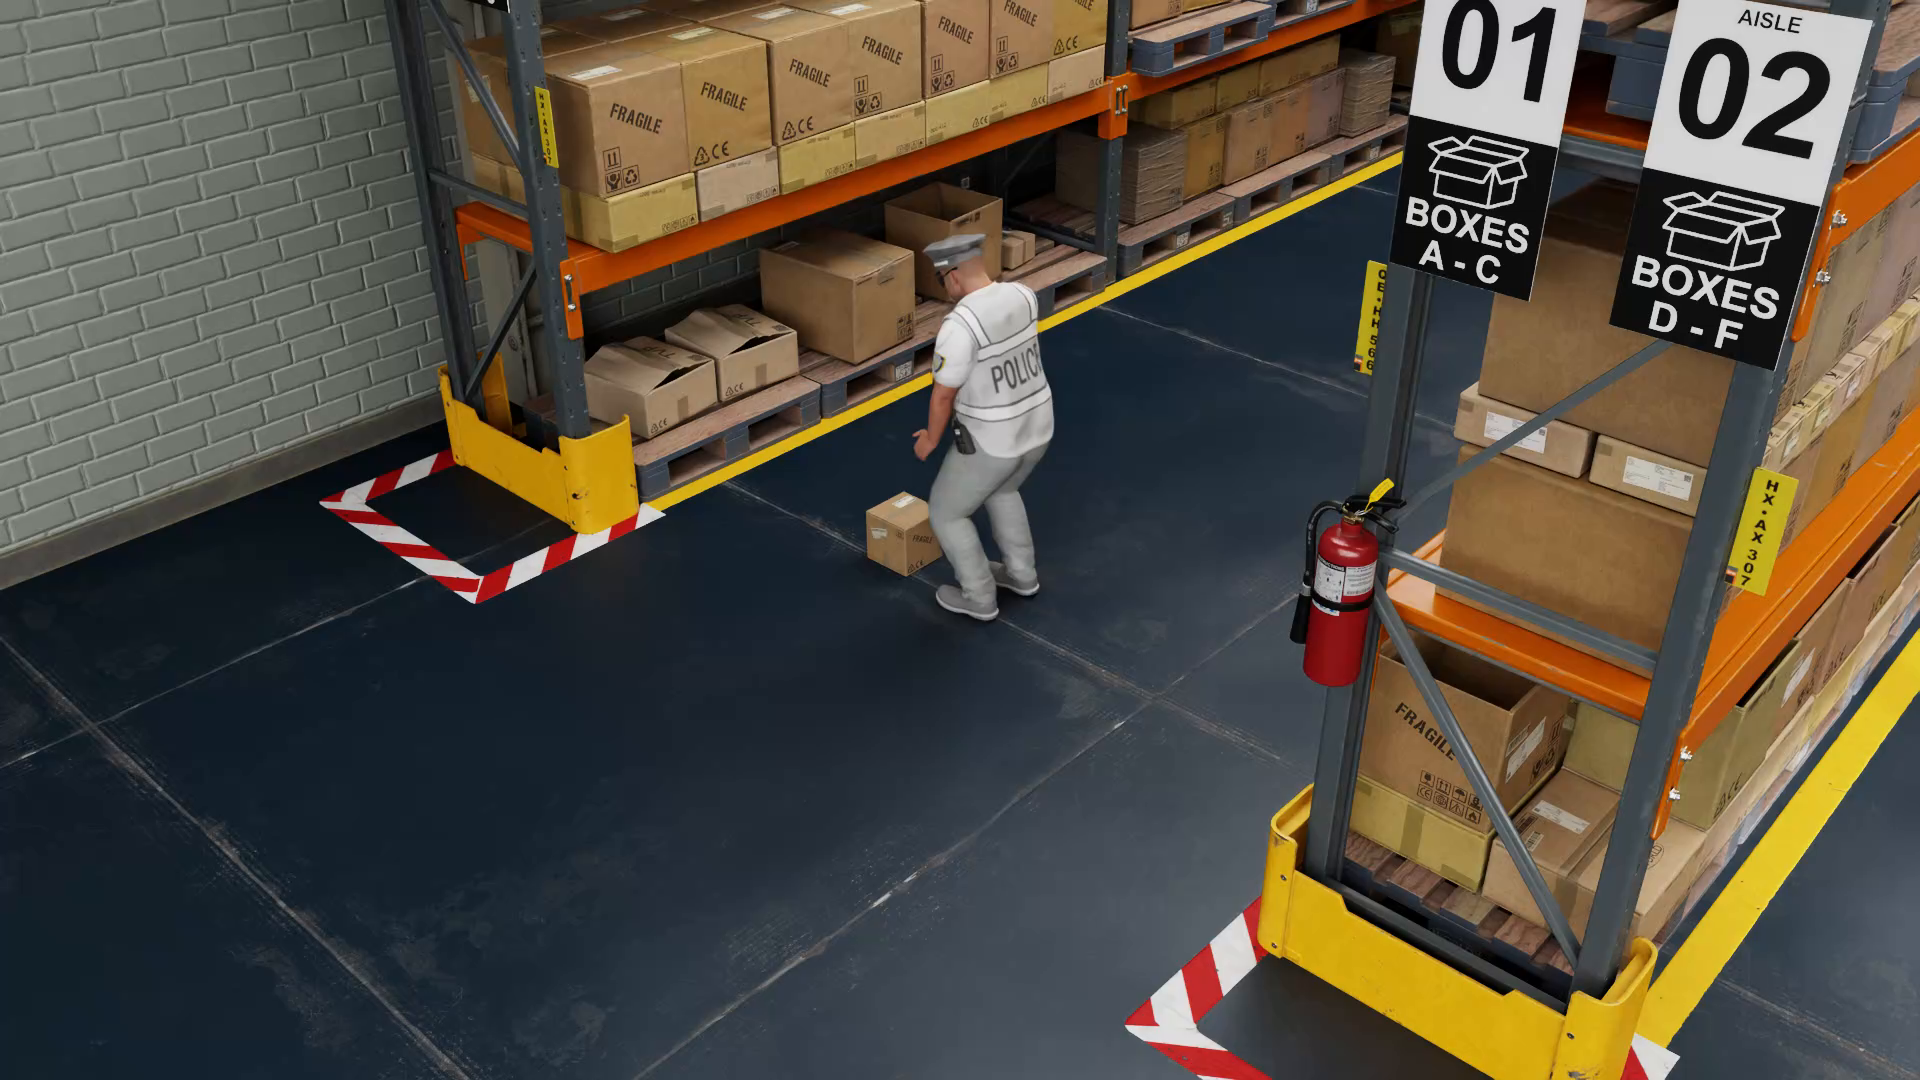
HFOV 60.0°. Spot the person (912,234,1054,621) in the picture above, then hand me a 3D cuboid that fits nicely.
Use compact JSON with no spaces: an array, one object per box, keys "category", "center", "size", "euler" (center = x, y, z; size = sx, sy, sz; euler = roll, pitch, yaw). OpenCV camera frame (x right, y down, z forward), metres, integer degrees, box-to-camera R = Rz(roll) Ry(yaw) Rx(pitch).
[{"category":"person","center":[0.094,-0.453,6.961],"size":[0.539,1.678,0.564],"euler":[26,40,36]}]
